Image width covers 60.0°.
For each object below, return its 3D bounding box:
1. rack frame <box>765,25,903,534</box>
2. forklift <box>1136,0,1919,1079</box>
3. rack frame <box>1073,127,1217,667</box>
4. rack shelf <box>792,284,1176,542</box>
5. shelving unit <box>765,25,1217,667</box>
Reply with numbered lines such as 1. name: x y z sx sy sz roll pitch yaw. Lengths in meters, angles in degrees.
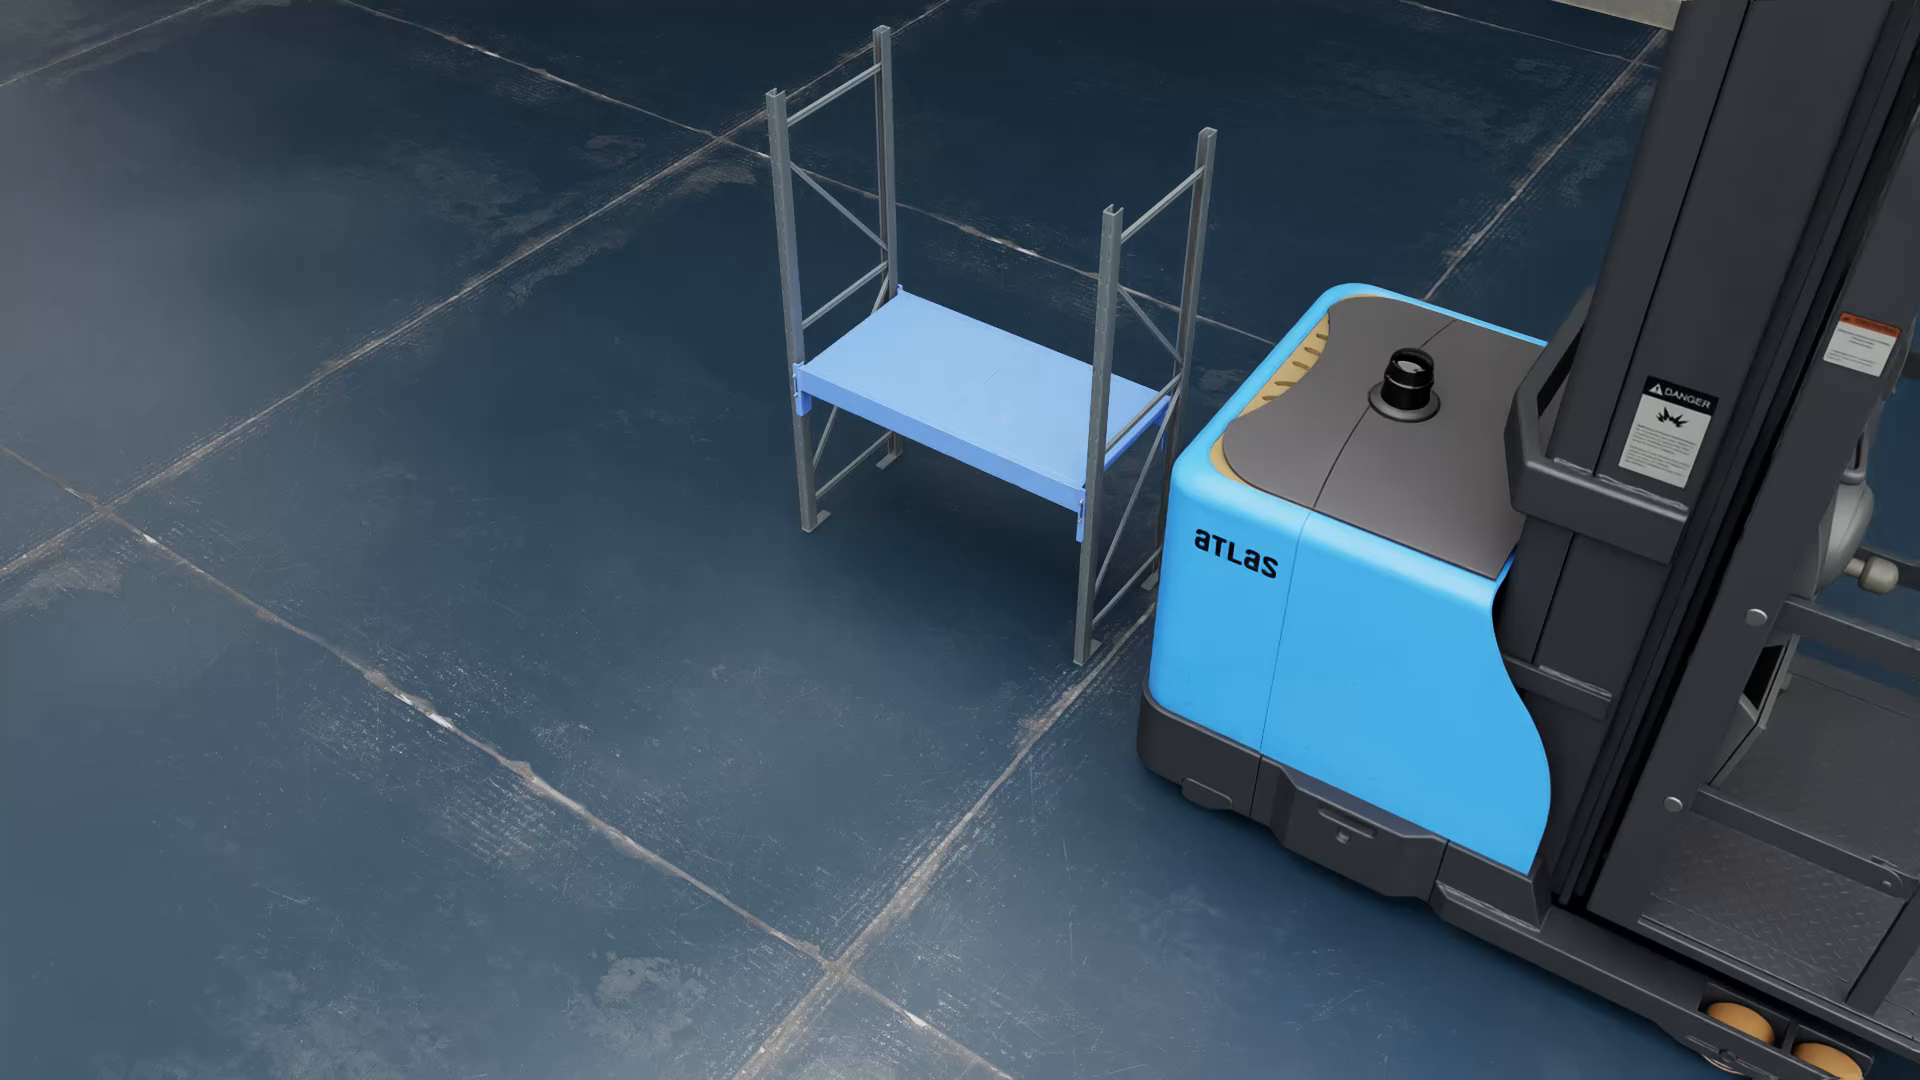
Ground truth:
1. rack frame: -0.346 -0.721 4.931 0.032 1.500 0.500 25 48 25
2. forklift: 1.991 -0.192 3.267 3.031 2.935 1.130 24 47 24
3. rack frame: 0.486 -0.332 4.496 0.032 1.500 0.500 25 48 25
4. rack shelf: 0.070 -0.392 4.833 1.000 0.185 0.538 25 48 25
5. shelving unit: 0.070 -0.526 4.713 1.048 1.500 0.538 25 48 25
